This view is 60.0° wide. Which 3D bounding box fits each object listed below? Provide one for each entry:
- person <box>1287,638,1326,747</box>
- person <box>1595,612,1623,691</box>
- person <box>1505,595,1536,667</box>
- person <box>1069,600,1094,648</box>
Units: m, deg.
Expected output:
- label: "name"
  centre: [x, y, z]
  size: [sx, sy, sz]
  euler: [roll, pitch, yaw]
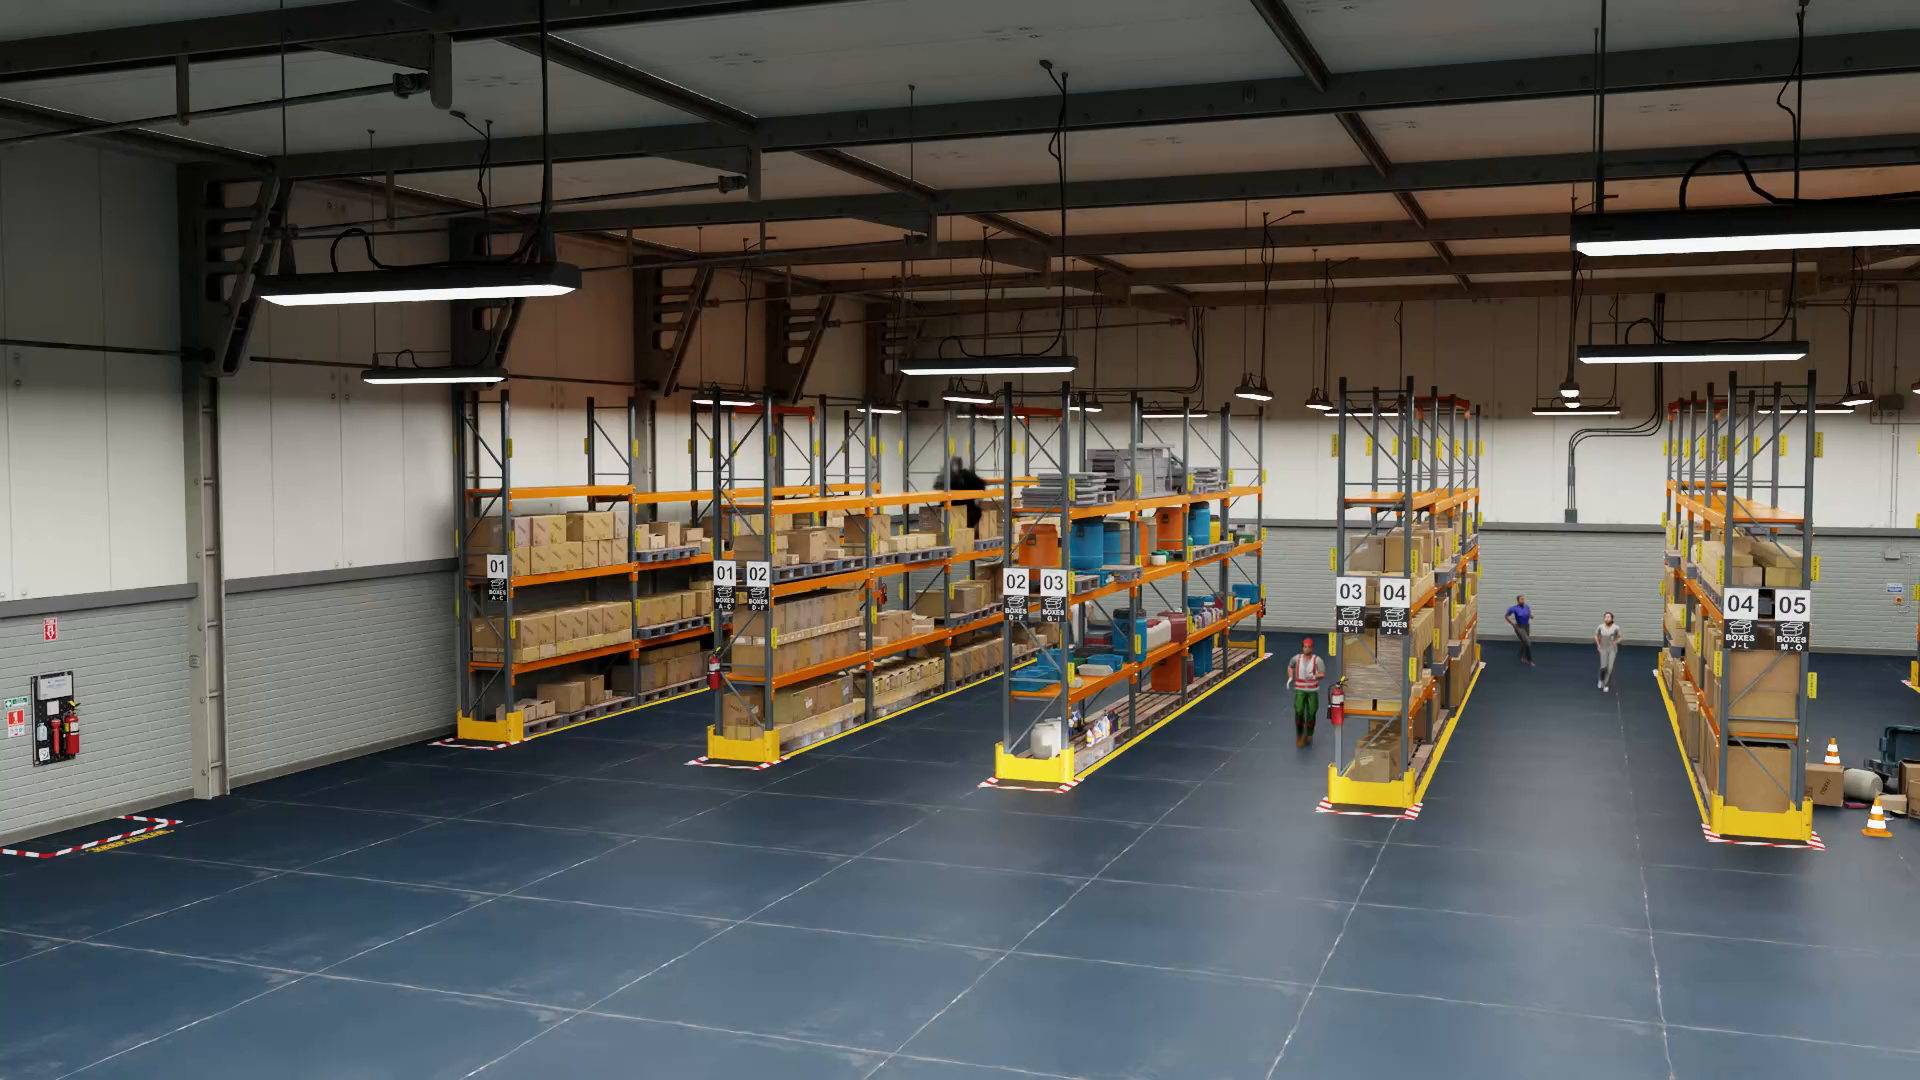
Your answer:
- label: "person"
  centre: [5.827, 2.568, 28.009]
  size: [0.647, 1.821, 0.749]
  euler: [1, 3, 13]
- label: "person"
  centre: [13.329, 2.300, 34.184]
  size: [0.551, 1.637, 0.557]
  euler: [1, 3, 22]
- label: "person"
  centre: [12.906, 2.095, 38.264]
  size: [0.610, 1.679, 0.711]
  euler: [-2, 4, -26]
- label: "person"
  centre: [2.701, 1.939, 37.714]
  size: [0.593, 1.705, 0.698]
  euler: [1, 3, 18]
